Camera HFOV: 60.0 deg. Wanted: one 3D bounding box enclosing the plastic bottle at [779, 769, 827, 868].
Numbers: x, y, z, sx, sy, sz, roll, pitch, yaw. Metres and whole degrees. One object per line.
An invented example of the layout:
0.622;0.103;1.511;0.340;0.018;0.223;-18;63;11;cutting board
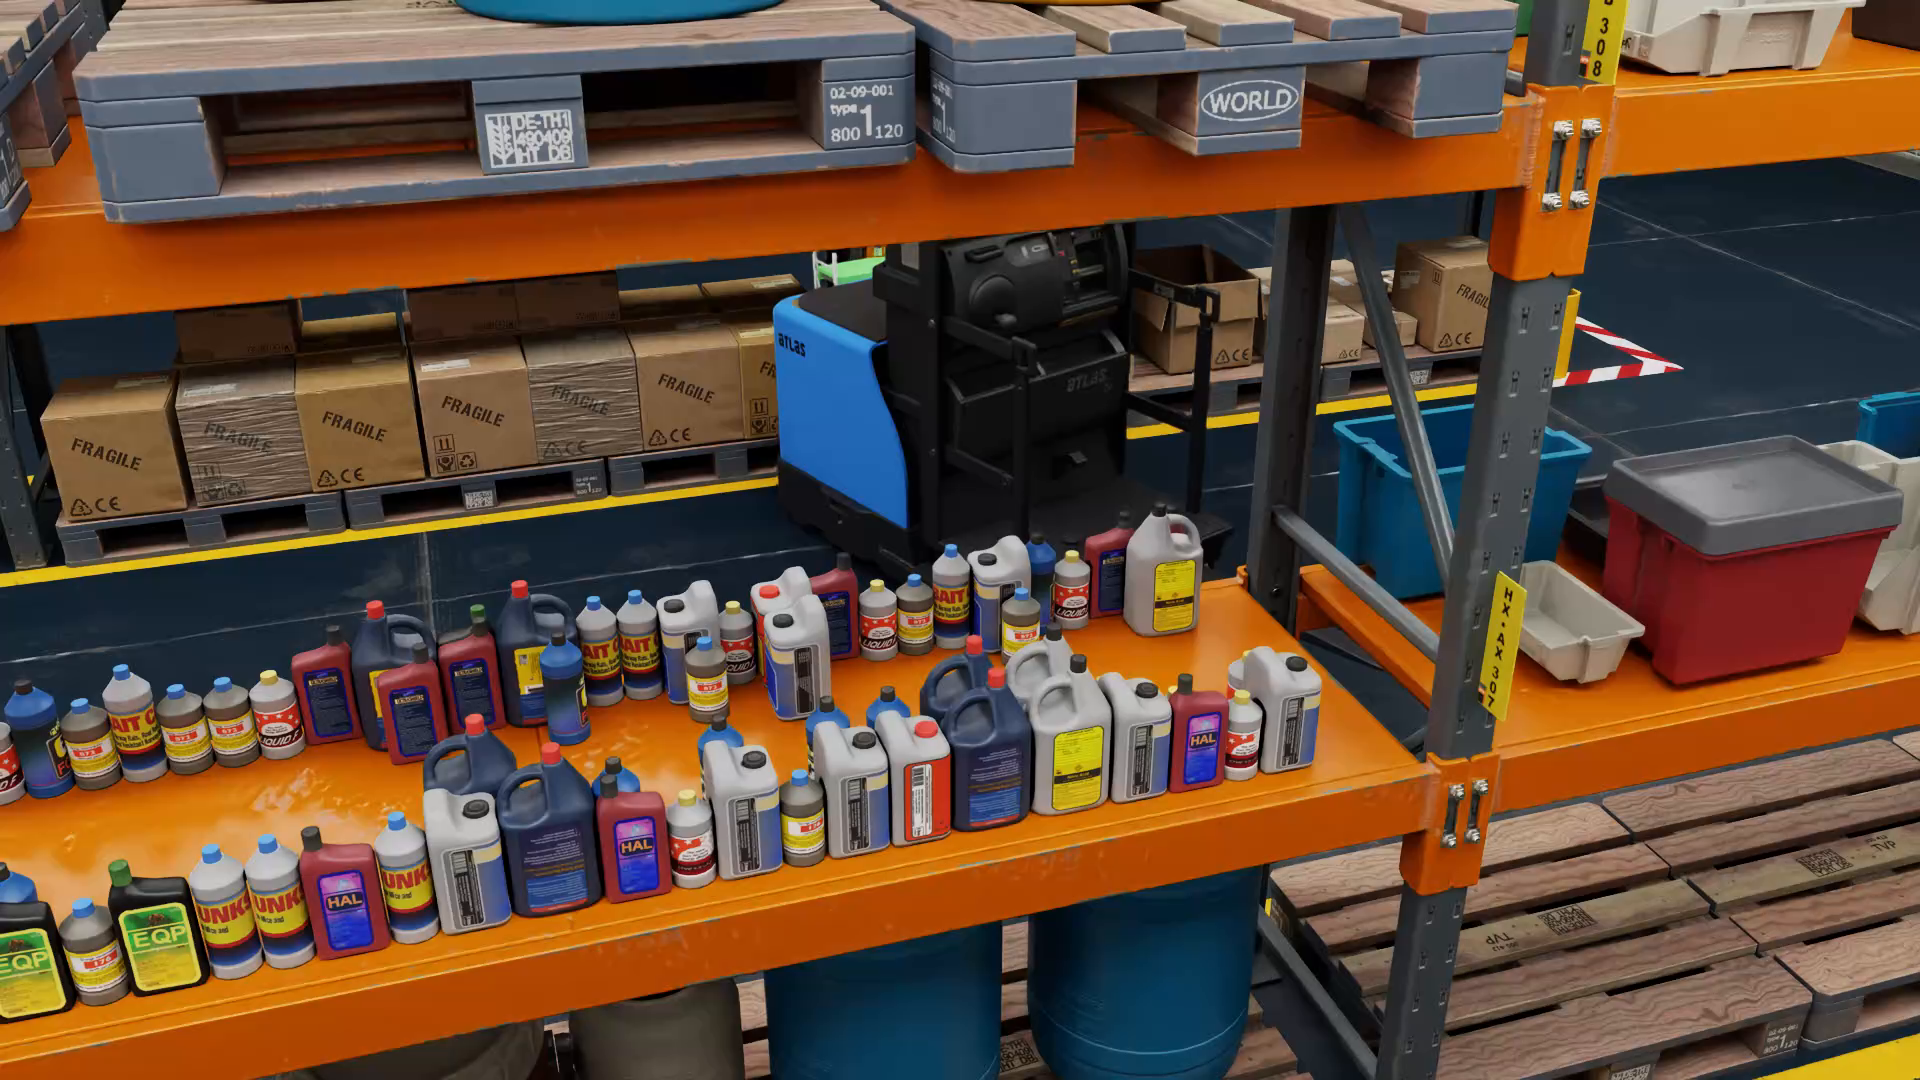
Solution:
-0.329;0.569;3.453;0.097;0.201;0.097;0;26;0;plastic bottle

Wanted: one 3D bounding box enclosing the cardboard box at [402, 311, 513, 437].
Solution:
-2.525;-0.872;8.449;0.500;0.500;0.500;-9;28;-18;cardboard box

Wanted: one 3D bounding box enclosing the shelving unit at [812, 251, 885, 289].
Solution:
-0.418;-0.884;8.174;0.503;1.200;0.258;-14;28;-26;shelving unit

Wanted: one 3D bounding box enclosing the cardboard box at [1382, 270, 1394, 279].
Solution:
2.771;-1.530;10.170;0.250;0.149;0.380;-8;28;-16;cardboard box

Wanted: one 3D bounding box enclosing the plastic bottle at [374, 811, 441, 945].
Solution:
-1.072;0.646;3.221;0.097;0.271;0.097;0;26;0;plastic bottle

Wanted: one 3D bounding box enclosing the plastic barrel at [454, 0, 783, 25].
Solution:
-0.573;-1.333;2.652;0.708;0.901;0.600;-8;28;-16;plastic barrel

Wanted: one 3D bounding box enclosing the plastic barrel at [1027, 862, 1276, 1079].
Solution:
0.480;0.943;4.365;0.708;0.901;0.600;-8;28;-16;plastic barrel

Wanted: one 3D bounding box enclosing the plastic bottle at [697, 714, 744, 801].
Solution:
-0.504;0.492;3.530;0.097;0.271;0.097;0;26;0;plastic bottle

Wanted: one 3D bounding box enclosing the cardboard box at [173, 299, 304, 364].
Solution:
-3.462;-1.071;8.008;0.500;0.250;0.500;-7;27;-14;cardboard box

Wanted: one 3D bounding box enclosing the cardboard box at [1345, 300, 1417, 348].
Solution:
2.422;-1.253;9.593;0.250;0.166;0.380;-8;28;-16;cardboard box

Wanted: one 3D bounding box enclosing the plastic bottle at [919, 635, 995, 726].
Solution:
0.009;0.375;3.677;0.185;0.351;0.144;-8;28;-16;plastic bottle

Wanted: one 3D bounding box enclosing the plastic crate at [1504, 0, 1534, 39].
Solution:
1.312;-1.311;3.883;0.662;0.188;0.450;-8;28;-16;plastic crate

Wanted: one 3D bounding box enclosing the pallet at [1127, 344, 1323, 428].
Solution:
1.288;-0.986;9.499;1.213;0.211;1.003;-8;28;-16;pallet

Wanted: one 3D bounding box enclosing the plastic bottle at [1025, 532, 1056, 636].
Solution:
0.198;0.107;4.307;0.097;0.271;0.097;0;26;0;plastic bottle

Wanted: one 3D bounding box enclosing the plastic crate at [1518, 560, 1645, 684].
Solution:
1.489;0.211;4.181;0.243;0.136;0.396;-8;28;-16;plastic crate

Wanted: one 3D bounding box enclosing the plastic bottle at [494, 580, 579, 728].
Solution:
-0.995;0.255;3.919;0.185;0.351;0.144;-8;28;-16;plastic bottle

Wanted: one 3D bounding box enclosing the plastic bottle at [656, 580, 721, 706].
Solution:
-0.657;0.241;4.030;0.135;0.276;0.152;-8;28;-16;plastic bottle

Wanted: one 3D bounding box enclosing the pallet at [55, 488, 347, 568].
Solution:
-3.610;-0.258;8.033;1.213;0.211;1.003;-8;28;-16;pallet

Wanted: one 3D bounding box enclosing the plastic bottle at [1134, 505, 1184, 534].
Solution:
0.522;0.046;4.415;0.133;0.283;0.061;-8;28;-16;plastic bottle

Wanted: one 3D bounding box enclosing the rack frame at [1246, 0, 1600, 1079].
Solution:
1.003;0.124;4.128;0.127;3.000;1.000;-8;28;-16;rack frame

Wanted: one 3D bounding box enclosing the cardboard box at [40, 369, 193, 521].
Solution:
-3.810;-0.440;7.579;0.500;0.500;0.500;-7;27;-14;cardboard box

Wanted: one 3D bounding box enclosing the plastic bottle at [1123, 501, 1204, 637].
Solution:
0.529;0.063;4.306;0.185;0.351;0.144;-8;28;-16;plastic bottle

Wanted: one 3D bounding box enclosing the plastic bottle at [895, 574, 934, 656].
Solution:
-0.115;0.183;4.231;0.097;0.201;0.097;0;26;0;plastic bottle

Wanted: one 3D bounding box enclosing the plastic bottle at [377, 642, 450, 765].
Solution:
-1.241;0.369;3.765;0.133;0.283;0.061;-8;28;-16;plastic bottle

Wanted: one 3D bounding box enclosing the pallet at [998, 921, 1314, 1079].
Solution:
0.256;1.461;4.569;1.213;0.211;1.003;-8;28;-16;pallet

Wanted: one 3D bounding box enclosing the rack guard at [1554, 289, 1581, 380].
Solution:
3.203;-1.392;9.992;0.348;0.500;1.175;-8;28;-16;rack guard

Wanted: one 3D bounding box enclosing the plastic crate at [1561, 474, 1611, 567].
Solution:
1.984;-0.048;4.715;0.590;0.125;0.437;-8;28;-16;plastic crate

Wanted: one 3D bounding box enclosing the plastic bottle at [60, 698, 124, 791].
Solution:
-1.936;0.447;3.700;0.097;0.201;0.097;0;26;0;plastic bottle

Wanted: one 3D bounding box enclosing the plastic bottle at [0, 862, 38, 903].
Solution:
-1.749;0.715;3.081;0.097;0.271;0.097;0;26;0;plastic bottle

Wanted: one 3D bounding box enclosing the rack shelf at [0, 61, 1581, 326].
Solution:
-0.899;-0.622;3.066;4.000;0.370;1.077;-8;28;-16;rack shelf

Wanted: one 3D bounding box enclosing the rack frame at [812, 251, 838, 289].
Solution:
-0.629;-0.830;8.065;0.015;1.200;0.240;-14;28;-26;rack frame

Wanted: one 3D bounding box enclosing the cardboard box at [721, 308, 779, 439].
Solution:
-0.908;-0.860;8.425;0.500;0.500;0.500;-8;28;-16;cardboard box

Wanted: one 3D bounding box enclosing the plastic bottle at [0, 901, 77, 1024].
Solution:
-1.708;0.741;3.016;0.133;0.283;0.061;-8;28;-16;plastic bottle

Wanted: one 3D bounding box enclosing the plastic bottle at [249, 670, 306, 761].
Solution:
-1.566;0.393;3.808;0.097;0.201;0.097;0;26;0;plastic bottle

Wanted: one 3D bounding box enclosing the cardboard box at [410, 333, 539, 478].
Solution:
-2.341;-0.655;8.013;0.500;0.500;0.500;-9;28;-18;cardboard box

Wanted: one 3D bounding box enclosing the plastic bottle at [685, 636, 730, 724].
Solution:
-0.600;0.325;3.946;0.097;0.201;0.097;0;26;0;plastic bottle

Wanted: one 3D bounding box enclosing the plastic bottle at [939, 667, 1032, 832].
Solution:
0.054;0.436;3.554;0.185;0.351;0.144;-8;28;-16;plastic bottle

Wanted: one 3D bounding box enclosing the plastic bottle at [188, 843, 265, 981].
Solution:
-1.384;0.691;3.130;0.097;0.271;0.097;0;26;0;plastic bottle

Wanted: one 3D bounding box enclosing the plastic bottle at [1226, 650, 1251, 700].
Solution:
0.672;0.353;3.888;0.097;0.201;0.097;0;26;0;plastic bottle

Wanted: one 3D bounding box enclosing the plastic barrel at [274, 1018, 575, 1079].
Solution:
-1.267;1.336;3.925;0.708;0.588;0.600;-8;28;-16;plastic barrel

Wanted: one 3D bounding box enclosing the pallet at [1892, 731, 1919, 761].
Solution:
4.010;0.919;5.662;1.213;0.211;1.003;-8;28;-16;pallet

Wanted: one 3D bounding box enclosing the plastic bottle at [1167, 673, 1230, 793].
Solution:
0.522;0.418;3.666;0.133;0.283;0.061;-8;28;-16;plastic bottle

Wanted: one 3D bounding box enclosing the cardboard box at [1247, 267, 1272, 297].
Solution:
1.720;-1.395;9.784;0.500;0.250;0.500;-8;28;-16;cardboard box

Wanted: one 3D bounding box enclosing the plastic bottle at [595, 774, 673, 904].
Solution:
-0.653;0.588;3.323;0.133;0.283;0.061;-8;28;-16;plastic bottle

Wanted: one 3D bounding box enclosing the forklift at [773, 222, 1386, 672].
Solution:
0.454;-1.064;6.597;1.130;2.935;3.031;-20;33;-34;forklift

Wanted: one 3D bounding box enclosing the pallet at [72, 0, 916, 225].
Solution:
-0.790;-0.829;2.885;1.213;0.211;1.003;-8;28;-16;pallet

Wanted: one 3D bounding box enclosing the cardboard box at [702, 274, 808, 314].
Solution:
-1.063;-1.085;8.879;0.500;0.500;0.500;-10;28;-18;cardboard box
